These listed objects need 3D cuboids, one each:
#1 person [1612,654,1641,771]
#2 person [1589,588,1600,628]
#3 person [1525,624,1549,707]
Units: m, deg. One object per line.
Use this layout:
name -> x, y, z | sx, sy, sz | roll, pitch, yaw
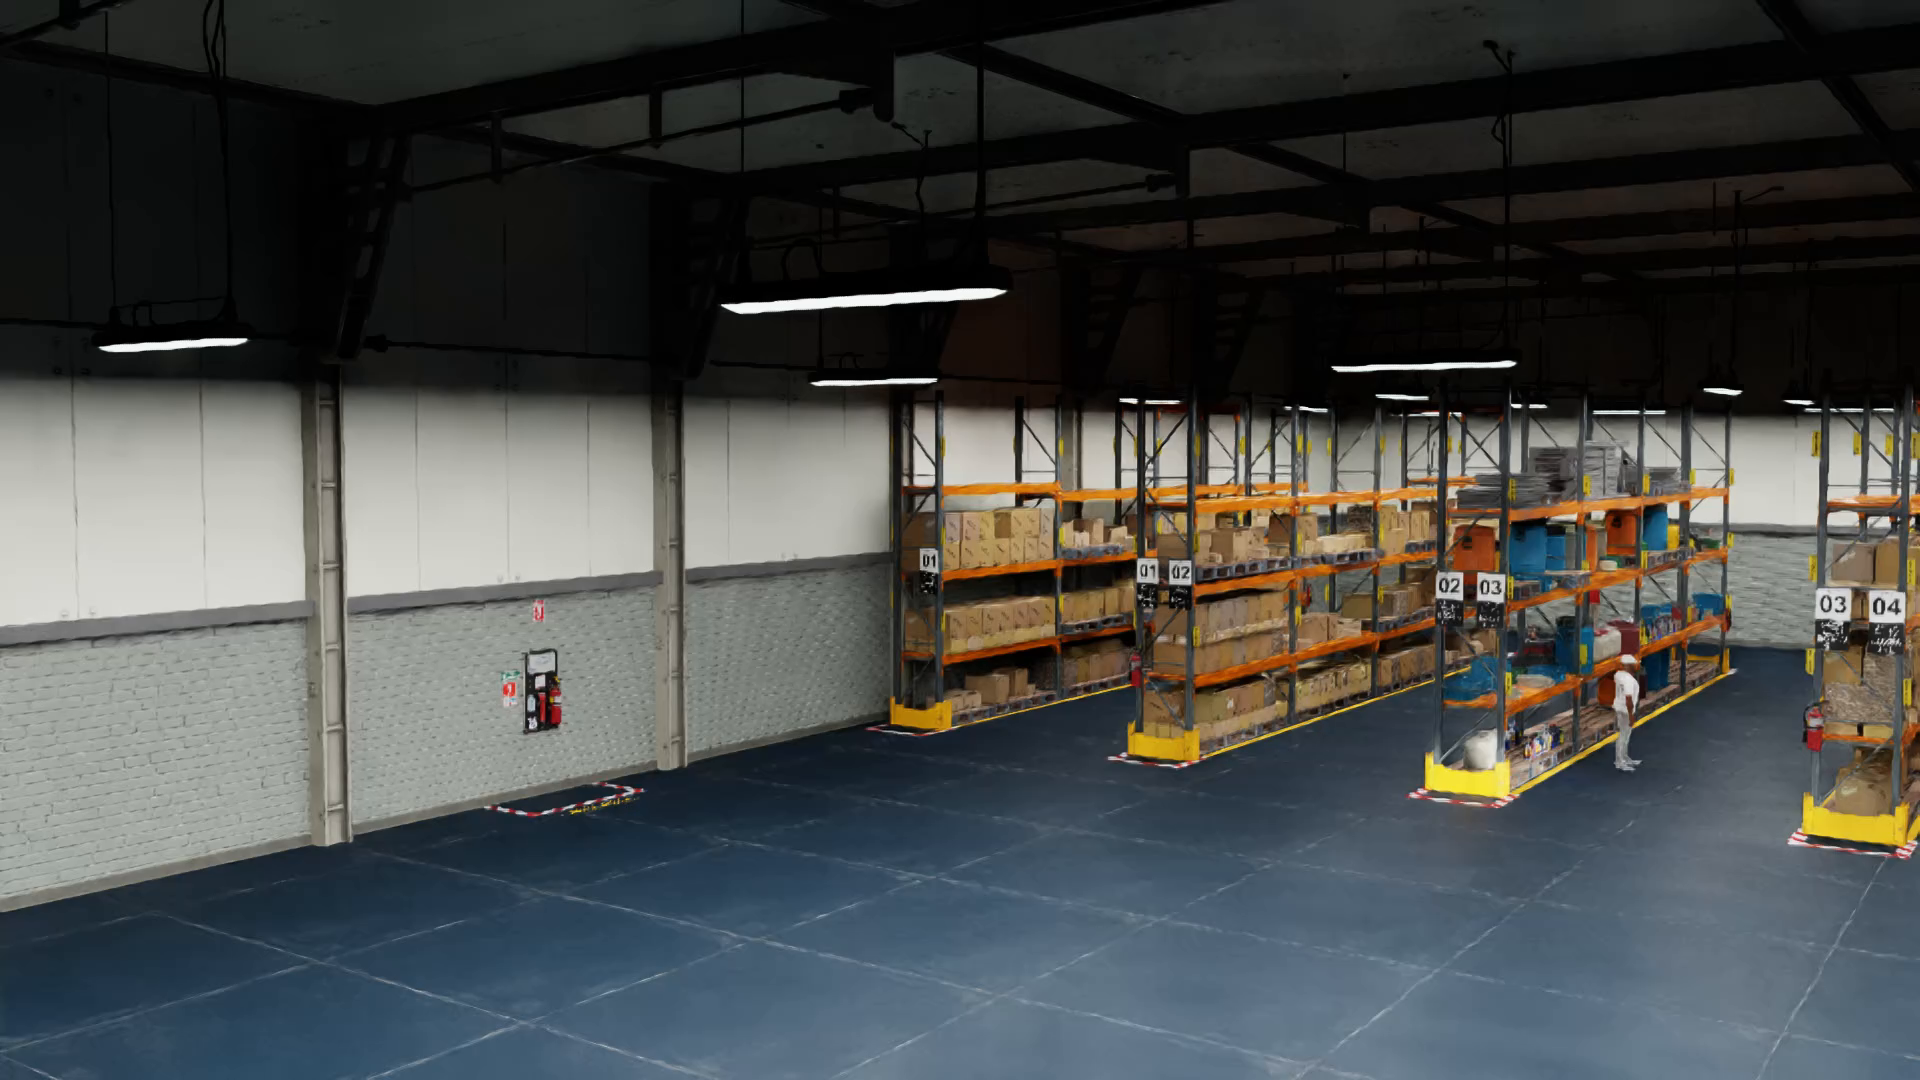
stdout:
person -> 10.317, 2.648, 25.766 | 0.365, 1.772, 0.645 | 1, 3, 9
person -> 16.105, 1.739, 42.812 | 0.740, 1.720, 0.538 | 0, 3, -8
person -> 10.882, 2.394, 31.568 | 0.483, 1.619, 0.978 | 3, 5, 45
